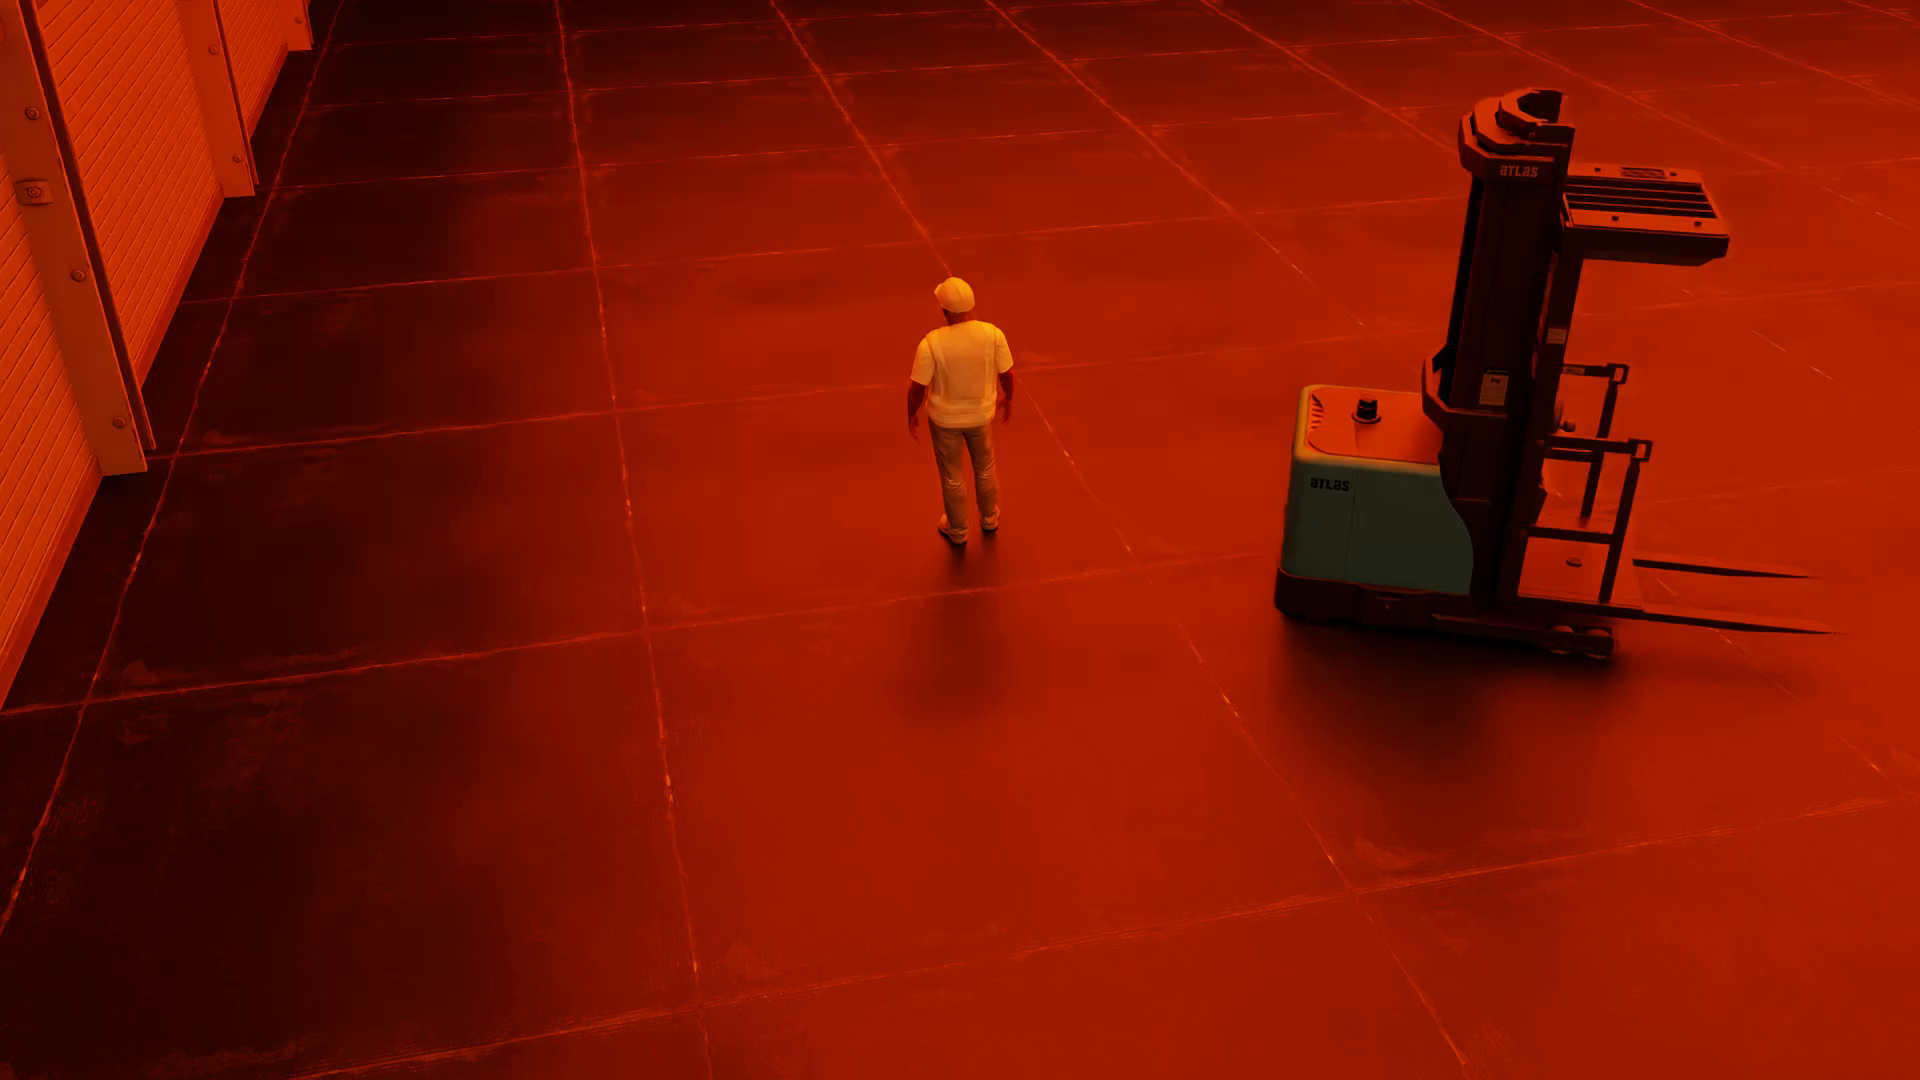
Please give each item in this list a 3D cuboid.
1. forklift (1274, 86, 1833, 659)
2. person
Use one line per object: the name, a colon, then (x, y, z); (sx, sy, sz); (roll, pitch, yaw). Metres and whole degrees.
forklift: (3.411, -0.892, 9.116); (3.031, 2.935, 1.130); (6, 31, 11)
person: (-0.012, -0.805, 10.114); (0.666, 1.768, 0.575); (-7, 31, -12)
